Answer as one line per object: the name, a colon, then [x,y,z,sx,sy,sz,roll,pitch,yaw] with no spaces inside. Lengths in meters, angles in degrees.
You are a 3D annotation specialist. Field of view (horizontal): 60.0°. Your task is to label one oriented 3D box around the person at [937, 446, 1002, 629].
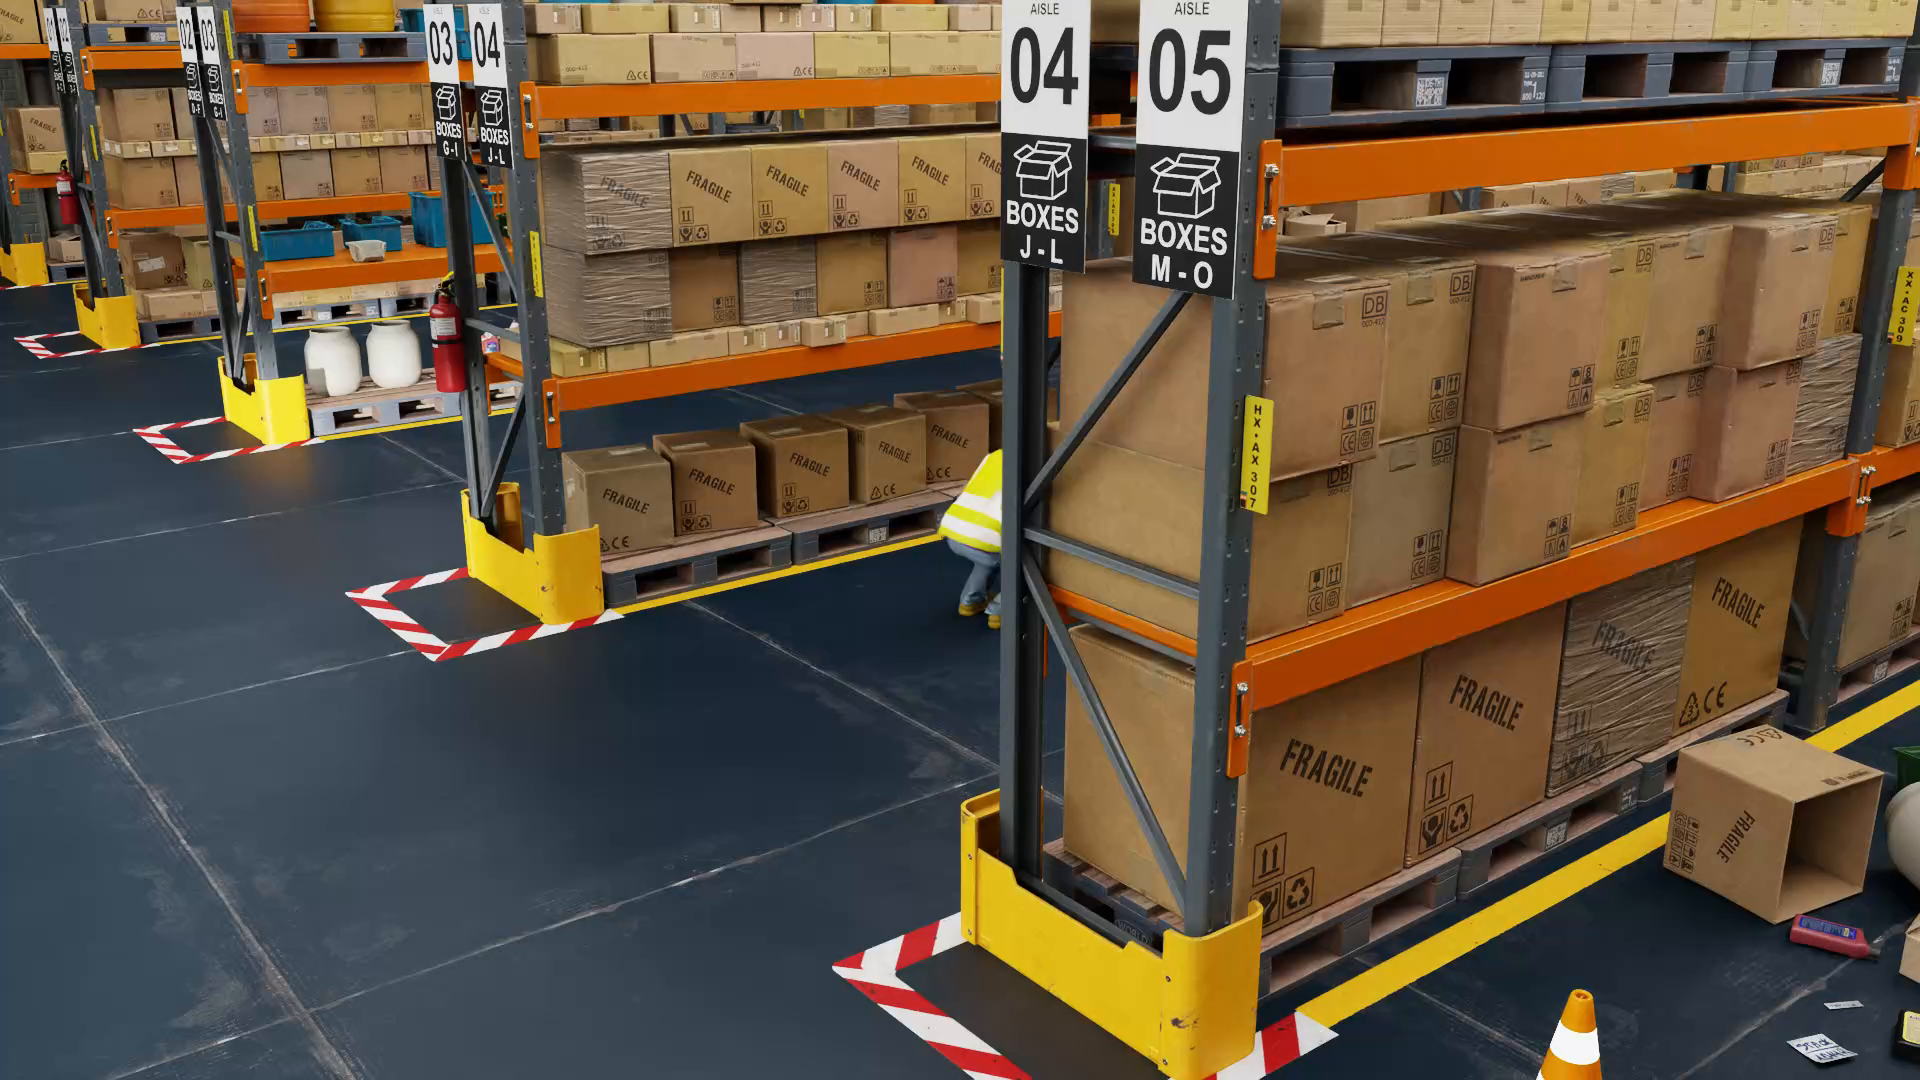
person: [0.288,-0.092,9.063,0.909,1.011,0.534,-14,22,-38]
